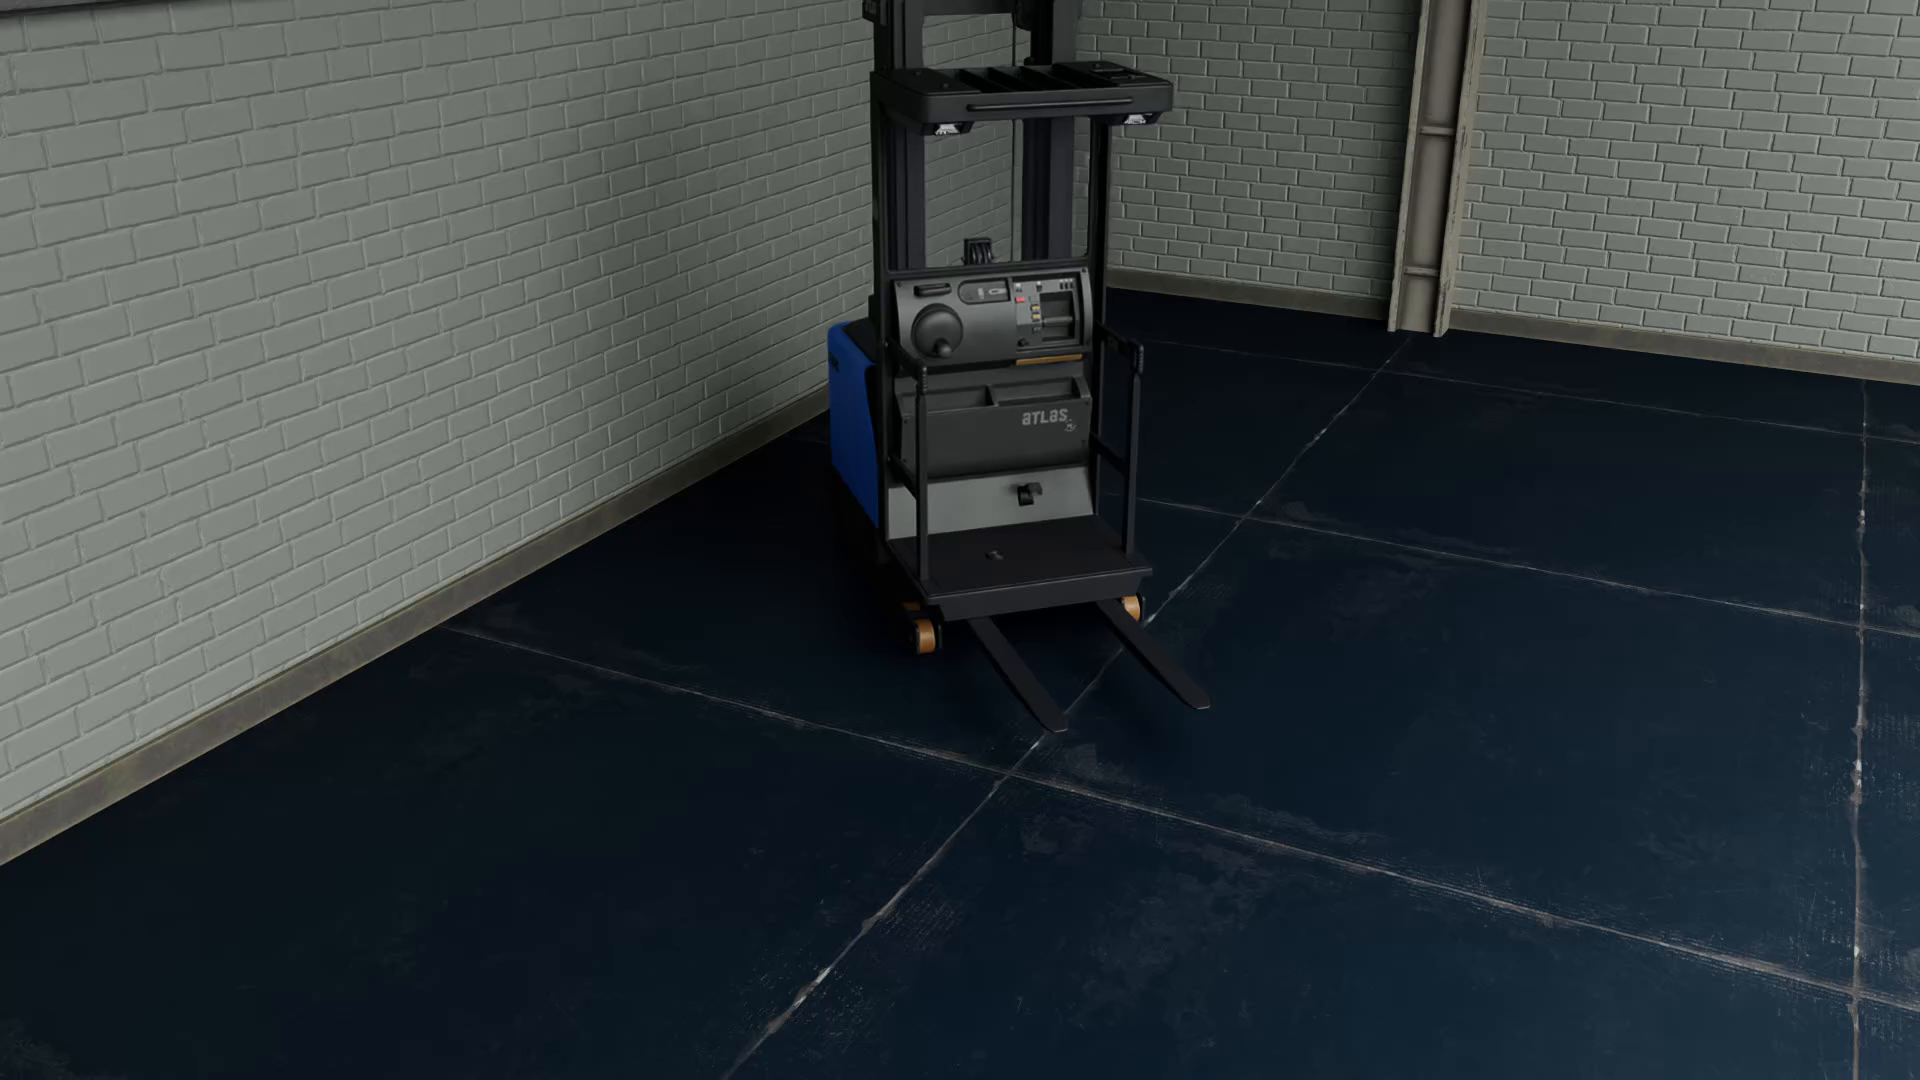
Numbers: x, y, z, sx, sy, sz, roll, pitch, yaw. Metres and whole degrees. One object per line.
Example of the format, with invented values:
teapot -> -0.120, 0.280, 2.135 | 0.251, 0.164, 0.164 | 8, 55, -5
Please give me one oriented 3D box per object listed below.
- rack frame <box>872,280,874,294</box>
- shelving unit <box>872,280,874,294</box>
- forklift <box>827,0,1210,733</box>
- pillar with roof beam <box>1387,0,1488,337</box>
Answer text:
rack frame -> -0.434, -0.810, 9.121 | 0.015, 1.200, 0.240 | -7, 24, -16
shelving unit -> -0.201, -0.839, 9.189 | 0.503, 1.200, 0.258 | -7, 24, -16
forklift -> 0.223, -1.005, 7.368 | 1.130, 2.935, 3.031 | -7, 24, -16
pillar with roof beam -> 1.493, -4.221, 7.176 | 0.400, 9.000, 9.100 | 11, 25, 25
